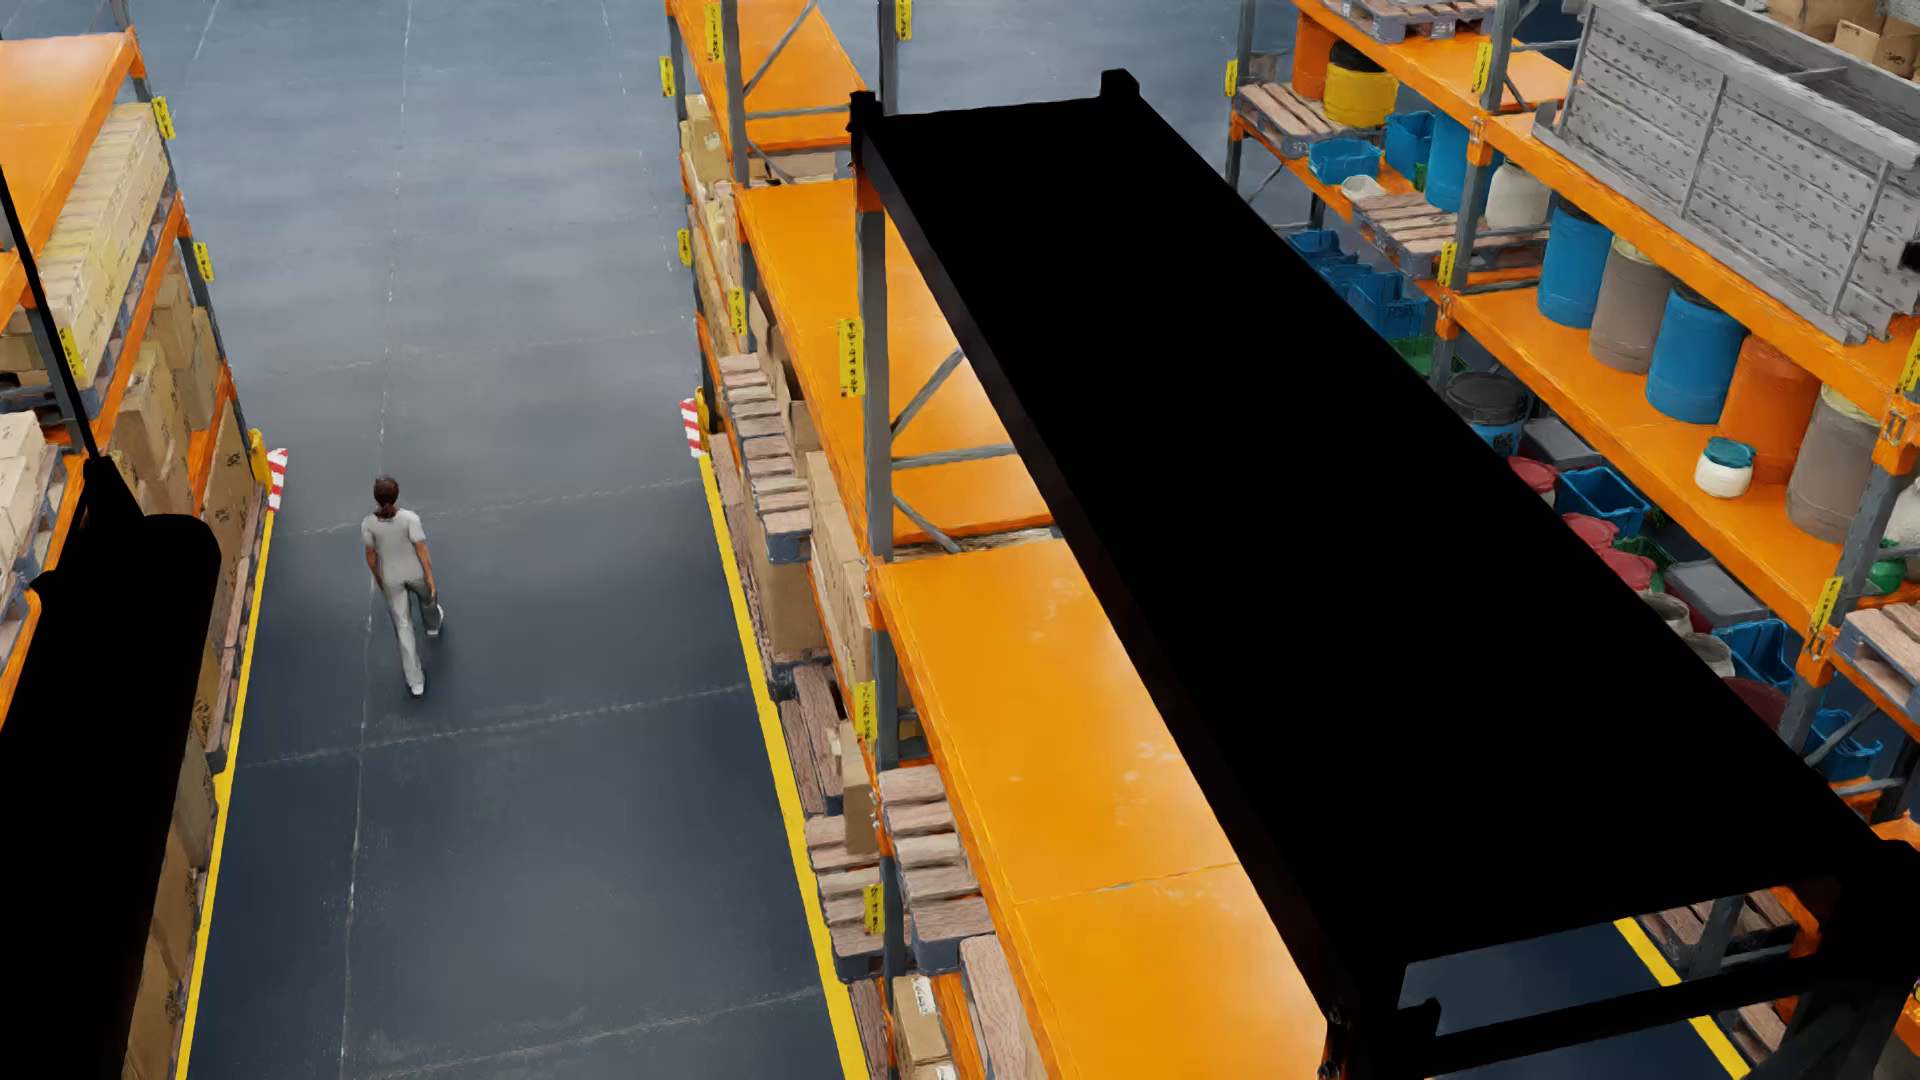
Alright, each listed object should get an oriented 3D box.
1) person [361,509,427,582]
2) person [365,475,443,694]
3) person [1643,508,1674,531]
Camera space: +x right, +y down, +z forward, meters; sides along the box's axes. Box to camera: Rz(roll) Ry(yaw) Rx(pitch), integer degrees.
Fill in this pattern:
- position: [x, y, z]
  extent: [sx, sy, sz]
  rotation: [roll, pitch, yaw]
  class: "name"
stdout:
- position: [3.396, 3.955, 6.854]
  extent: [19.620, 1.669, 6.627]
  rotation: [14, 37, 19]
  class: "person"
- position: [-4.135, 0.229, 12.325]
  extent: [0.449, 1.600, 1.061]
  rotation: [-10, 36, -14]
  class: "person"
- position: [8.557, 3.383, 7.607]
  extent: [1.767, 1.728, 16.171]
  rotation: [-13, 37, -19]
  class: "person"
